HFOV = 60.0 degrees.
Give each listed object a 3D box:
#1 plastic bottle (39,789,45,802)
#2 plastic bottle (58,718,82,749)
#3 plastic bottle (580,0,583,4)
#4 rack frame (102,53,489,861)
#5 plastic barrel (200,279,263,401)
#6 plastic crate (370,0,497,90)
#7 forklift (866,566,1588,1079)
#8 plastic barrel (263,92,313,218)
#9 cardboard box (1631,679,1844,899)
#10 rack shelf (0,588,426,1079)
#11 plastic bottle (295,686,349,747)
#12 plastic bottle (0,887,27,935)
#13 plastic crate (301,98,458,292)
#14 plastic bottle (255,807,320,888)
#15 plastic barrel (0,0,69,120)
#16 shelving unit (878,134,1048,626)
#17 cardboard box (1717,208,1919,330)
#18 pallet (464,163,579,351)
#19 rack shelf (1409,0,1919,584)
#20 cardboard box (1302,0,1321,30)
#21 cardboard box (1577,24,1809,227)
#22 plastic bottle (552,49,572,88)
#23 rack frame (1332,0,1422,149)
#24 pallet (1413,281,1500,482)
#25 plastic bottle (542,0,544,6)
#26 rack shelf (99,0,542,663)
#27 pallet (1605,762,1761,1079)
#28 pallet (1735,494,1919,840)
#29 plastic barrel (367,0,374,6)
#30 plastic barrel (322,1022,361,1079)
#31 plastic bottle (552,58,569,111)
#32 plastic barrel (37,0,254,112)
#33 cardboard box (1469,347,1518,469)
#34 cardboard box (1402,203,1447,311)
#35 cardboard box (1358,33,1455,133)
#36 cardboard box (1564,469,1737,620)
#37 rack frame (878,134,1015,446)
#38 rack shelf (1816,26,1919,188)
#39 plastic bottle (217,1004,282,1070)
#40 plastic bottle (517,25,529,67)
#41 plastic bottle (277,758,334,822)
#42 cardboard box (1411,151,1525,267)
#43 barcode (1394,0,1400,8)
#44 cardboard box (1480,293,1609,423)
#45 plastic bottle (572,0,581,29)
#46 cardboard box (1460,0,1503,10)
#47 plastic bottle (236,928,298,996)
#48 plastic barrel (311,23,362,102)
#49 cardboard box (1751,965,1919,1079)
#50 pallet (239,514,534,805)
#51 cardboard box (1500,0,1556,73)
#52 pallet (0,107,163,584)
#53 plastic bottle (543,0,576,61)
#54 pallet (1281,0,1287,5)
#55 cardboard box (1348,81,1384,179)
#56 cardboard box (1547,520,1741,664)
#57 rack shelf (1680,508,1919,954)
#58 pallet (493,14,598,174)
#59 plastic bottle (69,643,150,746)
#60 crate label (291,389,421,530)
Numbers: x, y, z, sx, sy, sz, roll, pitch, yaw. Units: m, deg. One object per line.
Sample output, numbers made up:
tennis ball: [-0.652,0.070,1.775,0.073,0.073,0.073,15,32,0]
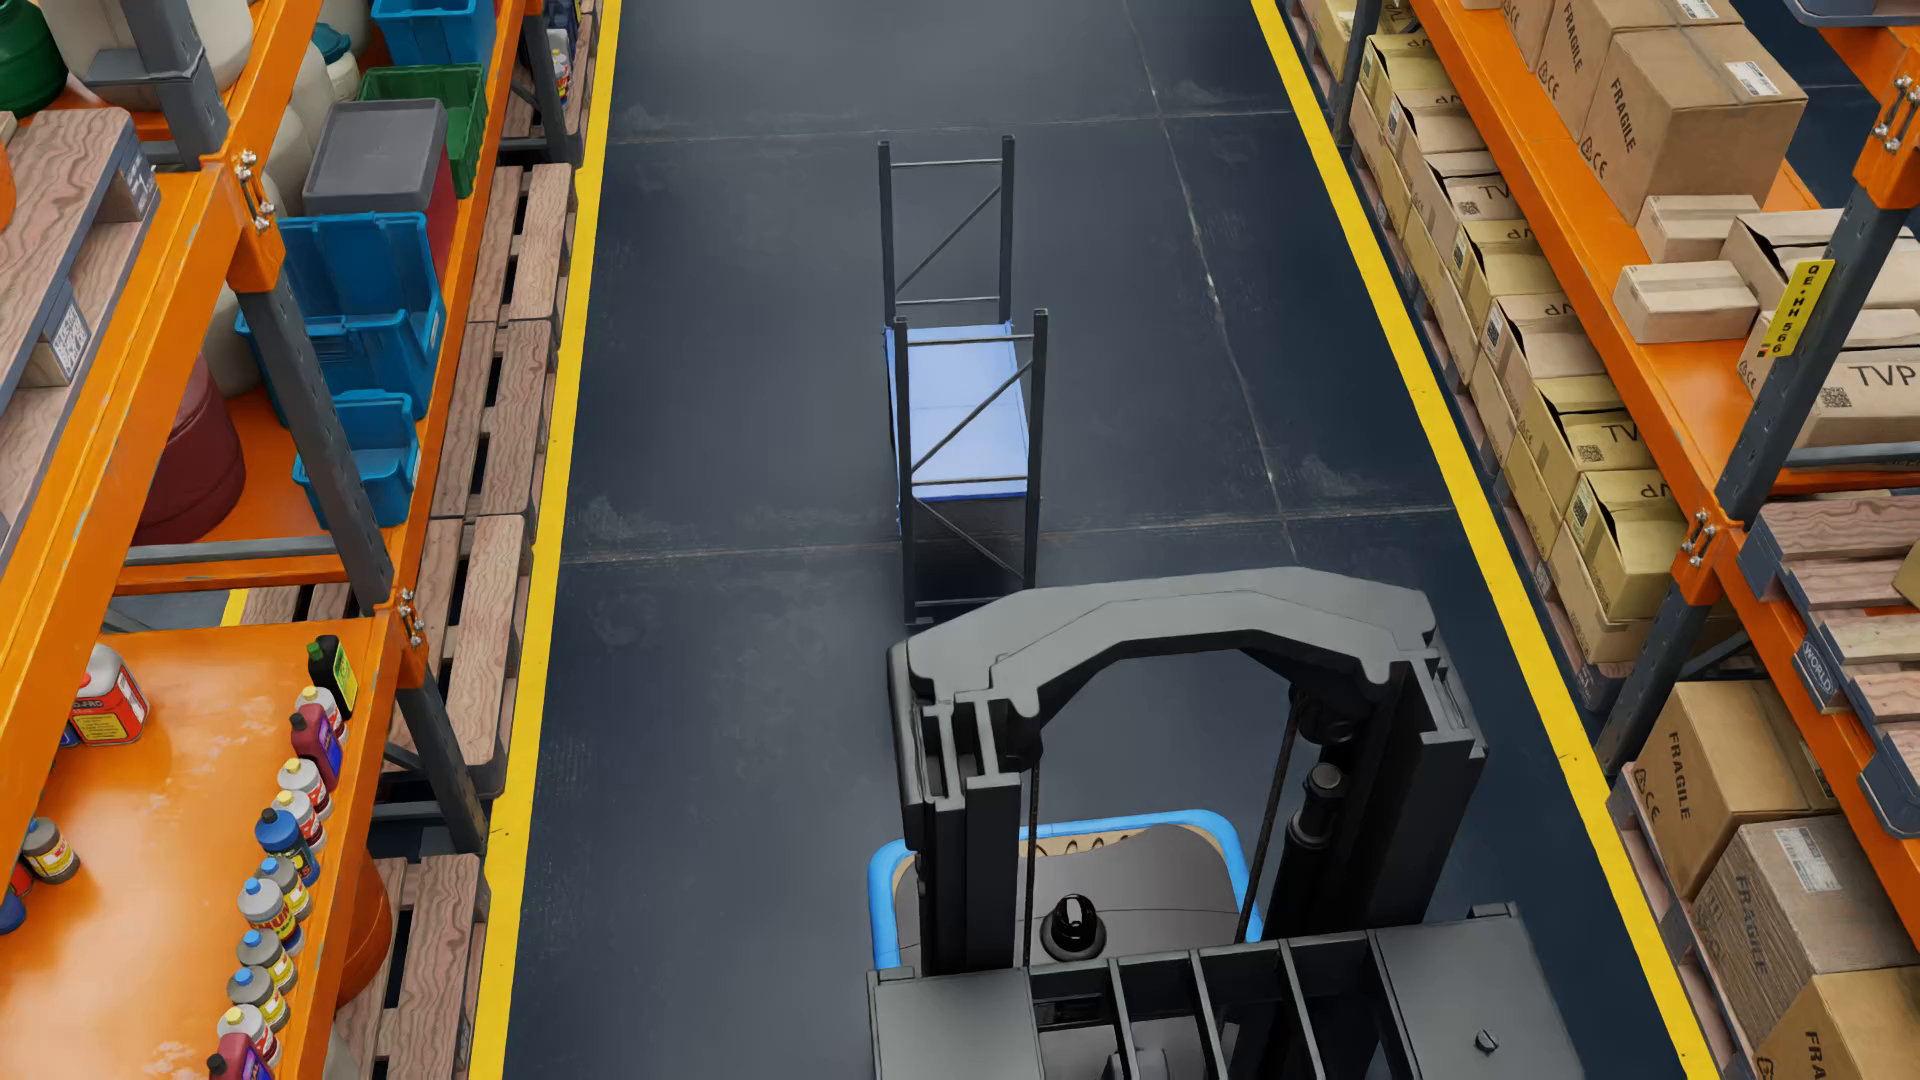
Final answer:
plastic bottle: [-2.433,0.598,4.255,0.097,0.201,0.097,0,47,0]
plastic bottle: [-2.424,0.416,4.375,0.152,0.276,0.135,-3,47,-3]
plastic bottle: [-2.178,-3.147,9.186,0.144,0.351,0.185,-4,47,-4]
rack frame: [-2.138,0.041,4.645,1.000,3.000,0.127,-3,47,-3]
plastic barrel: [-2.437,-0.729,5.297,0.421,0.512,0.421,0,47,0]
plastic crate: [-2.071,-2.068,6.654,0.392,0.384,0.575,-3,47,-3]
forklift: [0.422,1.571,3.244,1.130,2.935,3.031,-5,47,-5]
plastic barrel: [-2.514,-1.350,5.869,0.433,0.535,0.433,0,47,0]
cardboard box: [2.551,0.798,5.347,0.500,0.500,0.500,-2,47,-2]
rack shelf: [-1.971,1.735,3.536,1.077,0.370,4.000,-3,47,-3]
plastic bottle: [-1.688,0.461,4.385,0.097,0.201,0.097,0,47,0]
plastic bottle: [-2.342,0.835,3.982,0.097,0.271,0.097,0,47,0]
plastic crate: [-1.969,-1.169,5.747,0.402,0.464,0.583,-3,47,-3]
plastic bottle: [-1.652,0.744,4.068,0.097,0.271,0.097,0,47,0]
plastic barrel: [-2.210,-1.113,3.779,0.294,0.245,0.294,0,47,0]
shelving unit: [-0.007,-0.577,6.264,0.538,1.500,1.048,-3,47,-3]
cardboard box: [2.916,-0.886,5.584,0.500,0.311,0.500,-4,47,-4]
pallet: [-2.369,-1.328,7.863,1.003,0.211,1.213,-3,47,-3]
rack shelf: [2.631,-1.457,6.559,1.077,0.370,4.000,-3,47,-3]
cardboard box: [2.175,-3.035,9.163,0.500,0.250,0.500,-3,47,-3]
cardboard box: [2.641,-1.505,6.040,0.500,0.500,0.500,-6,47,-5]
plastic bottle: [-2.080,-2.446,8.625,0.097,0.201,0.097,0,47,0]
rack frame: [2.463,-3.151,7.669,1.000,3.000,0.127,-3,47,-3]
pallet: [2.669,-0.777,7.341,1.003,0.211,1.213,-3,47,-3]
plastic bottle: [-2.324,-3.094,9.187,0.152,0.276,0.135,-3,47,-3]
rack shelf: [-2.306,-1.159,6.277,1.077,0.370,4.000,-3,47,-3]
pallet: [2.823,1.244,5.427,1.003,0.211,1.213,-3,47,-3]
pallet: [2.925,0.295,4.537,1.213,0.211,1.003,-3,47,-3]
plastic barrel: [-2.743,-2.728,6.922,0.600,0.901,0.708,-3,47,-3]
plastic barrel: [-1.944,1.508,4.680,0.421,0.512,0.421,0,47,0]
plastic bottle: [-2.063,-2.323,8.461,0.097,0.271,0.097,0,47,0]
plastic barrel: [-1.859,-1.272,3.746,0.421,0.512,0.421,0,47,0]
cardboard box: [2.425,-0.559,6.818,0.500,0.250,0.500,-3,47,-2]
cardboard box: [2.338,-1.299,7.519,0.500,0.250,0.500,-5,47,-5]
cardboard box: [2.250,-2.229,8.013,0.500,0.311,0.500,-3,47,-3]
cardboard box: [2.509,-0.013,5.915,0.500,0.311,0.500,-2,47,-2]
rack frame: [-0.050,-0.945,6.612,0.500,1.500,0.032,-3,47,-3]
rack shelf: [2.631,-2.488,5.470,1.077,0.370,4.000,-3,47,-3]
plastic bottle: [-1.611,1.121,3.760,0.097,0.201,0.097,0,47,0]
plastic bottle: [-2.271,-2.694,8.757,0.144,0.351,0.185,-3,47,-3]
plastic bottle: [-1.668,0.628,4.227,0.097,0.201,0.097,0,47,0]
cardboard box: [2.331,-1.492,7.316,0.500,0.311,0.500,-5,47,-5]
barcode: [2.070,-2.563,7.869,0.001,0.075,0.075,-3,47,-3]
cardboard box: [2.419,-0.754,6.617,0.500,0.311,0.500,-4,47,-4]
plastic bottle: [-2.115,-2.938,9.034,0.061,0.283,0.133,-2,47,-2]
cardboard box: [2.334,-2.412,7.141,0.380,0.149,0.250,-3,47,-3]
plastic bottle: [-1.628,0.980,3.893,0.097,0.201,0.097,0,47,0]
plastic barrel: [-2.515,-1.839,6.521,0.301,0.262,0.301,0,47,0]
cardboard box: [2.638,1.539,4.645,0.500,0.500,0.500,-4,47,-4]
pallet: [-2.164,0.437,6.191,1.003,0.211,1.213,-3,47,-3]
cardboard box: [2.555,-2.248,6.744,0.500,0.500,0.500,0,47,0]
pallet: [-2.172,-0.366,3.095,1.003,0.211,1.213,-3,47,-3]
plastic bottle: [-2.127,-2.703,8.765,0.144,0.351,0.185,-2,47,-2]
pallet: [2.333,-3.655,10.066,1.003,0.211,1.213,-3,47,-3]
cardboard box: [2.250,-2.043,8.224,0.500,0.250,0.500,-5,47,-4]
cardboard box: [2.511,0.178,6.120,0.500,0.250,0.500,-2,47,-2]
rack shelf: [2.966,1.437,3.819,1.077,0.370,4.000,-3,47,-3]
pallet: [-2.488,-2.383,8.861,1.003,0.211,1.213,-3,47,-3]
plastic bottle: [-2.272,0.407,4.384,0.152,0.276,0.135,-3,47,-3]
crate label: [-1.800,-0.229,5.016,0.303,0.233,0.416,-3,47,-3]
